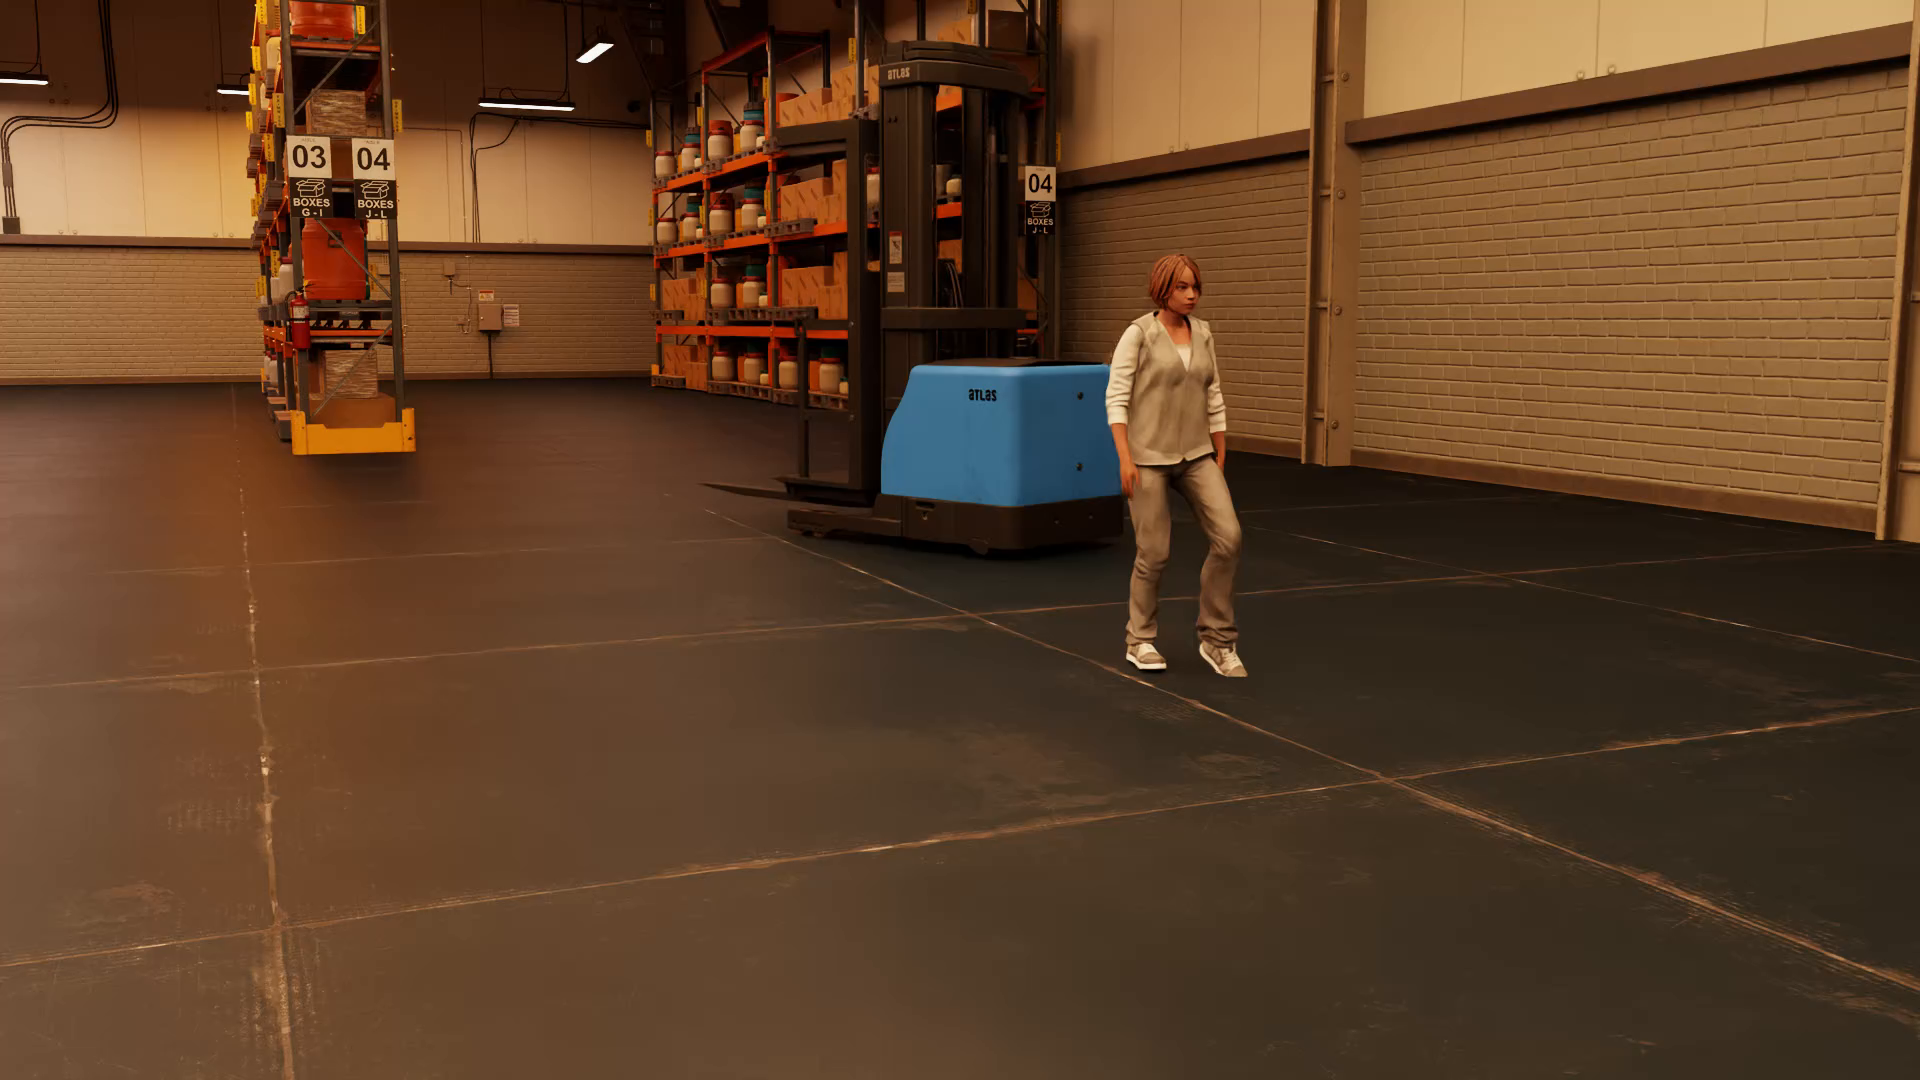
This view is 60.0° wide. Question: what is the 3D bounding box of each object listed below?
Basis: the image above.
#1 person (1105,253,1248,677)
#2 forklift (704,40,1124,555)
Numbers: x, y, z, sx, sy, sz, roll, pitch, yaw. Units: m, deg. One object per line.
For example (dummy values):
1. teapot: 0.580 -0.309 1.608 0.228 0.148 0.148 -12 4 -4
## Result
1. person: 0.800 -0.257 6.278 0.510 1.628 0.459 -3 8 -20
2. forklift: -0.436 -1.509 10.383 3.031 2.935 1.130 7 10 44
